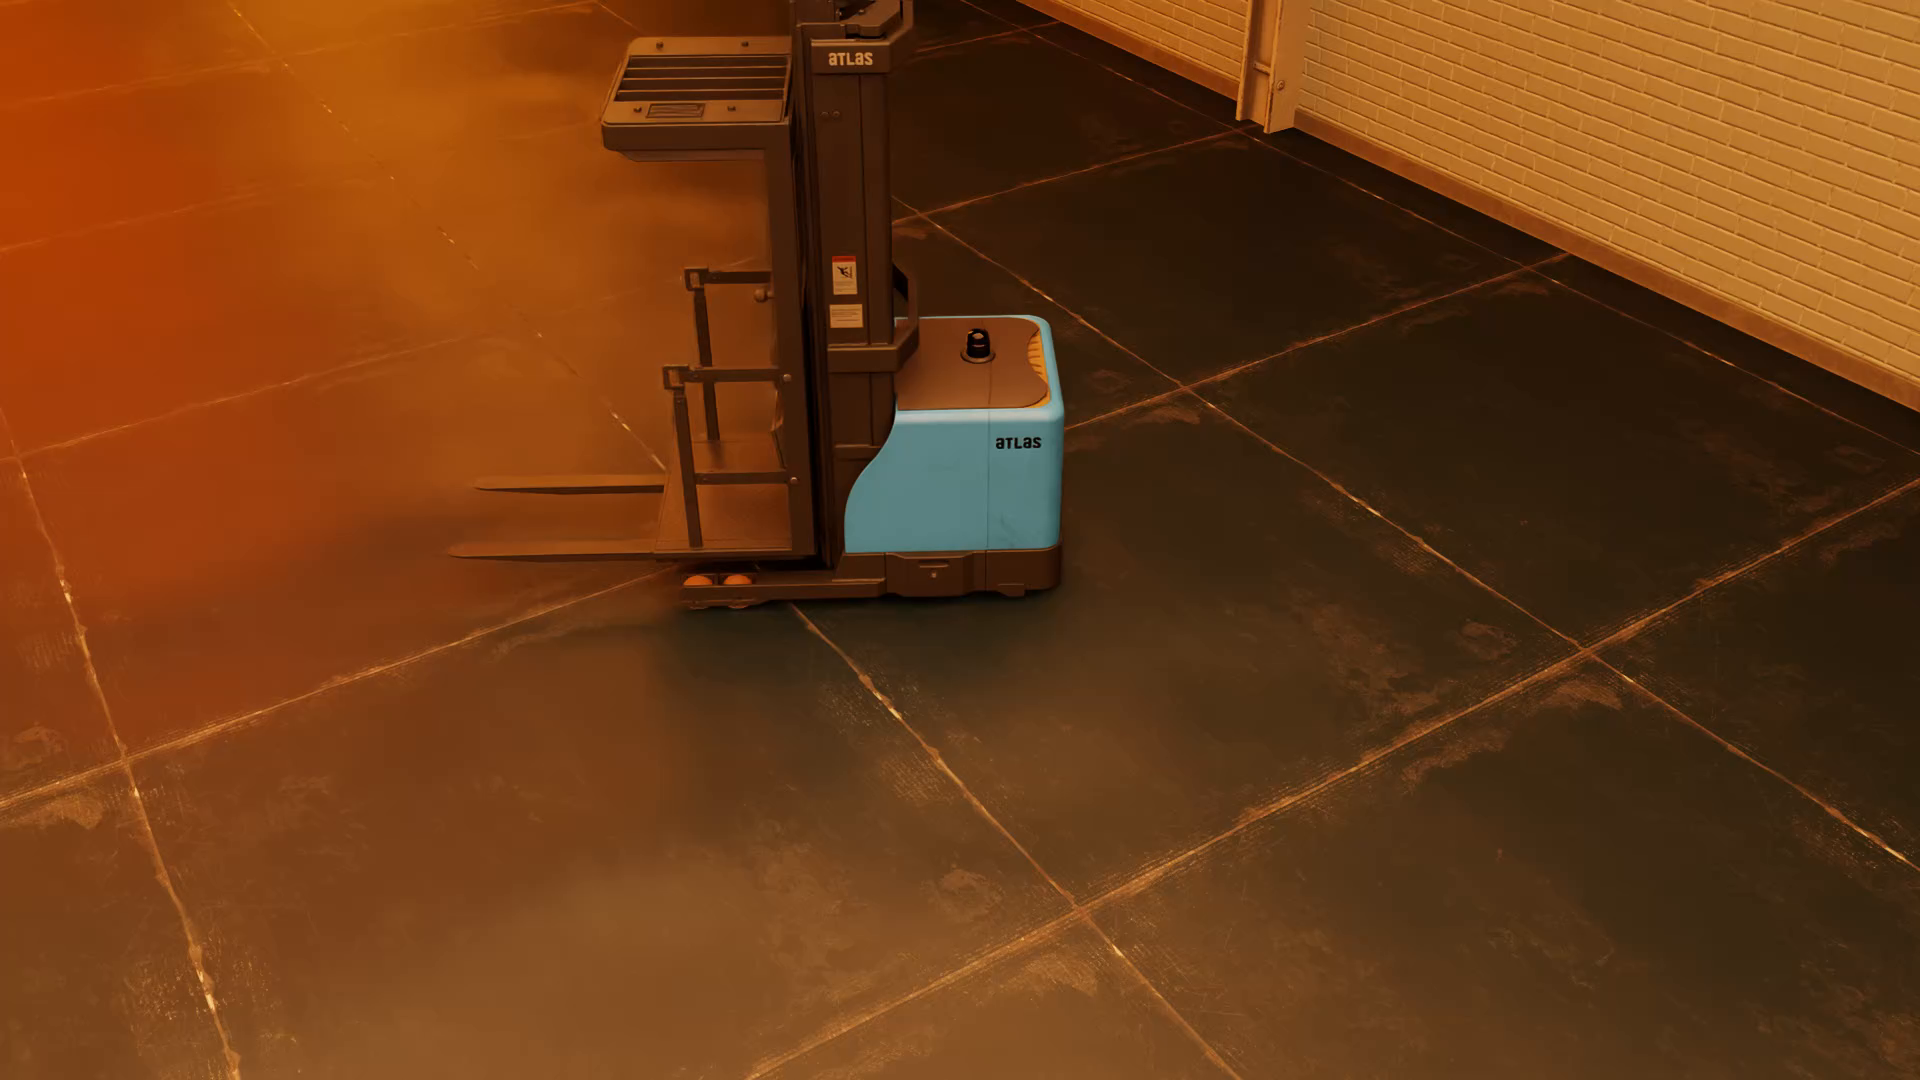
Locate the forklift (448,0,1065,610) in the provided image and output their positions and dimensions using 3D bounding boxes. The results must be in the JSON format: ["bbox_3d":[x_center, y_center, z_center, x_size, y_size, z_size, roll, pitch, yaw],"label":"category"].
[{"bbox_3d":[-1.027,-1.167,7.808,3.031,2.935,1.130,-1,35,-2],"label":"forklift"}]
